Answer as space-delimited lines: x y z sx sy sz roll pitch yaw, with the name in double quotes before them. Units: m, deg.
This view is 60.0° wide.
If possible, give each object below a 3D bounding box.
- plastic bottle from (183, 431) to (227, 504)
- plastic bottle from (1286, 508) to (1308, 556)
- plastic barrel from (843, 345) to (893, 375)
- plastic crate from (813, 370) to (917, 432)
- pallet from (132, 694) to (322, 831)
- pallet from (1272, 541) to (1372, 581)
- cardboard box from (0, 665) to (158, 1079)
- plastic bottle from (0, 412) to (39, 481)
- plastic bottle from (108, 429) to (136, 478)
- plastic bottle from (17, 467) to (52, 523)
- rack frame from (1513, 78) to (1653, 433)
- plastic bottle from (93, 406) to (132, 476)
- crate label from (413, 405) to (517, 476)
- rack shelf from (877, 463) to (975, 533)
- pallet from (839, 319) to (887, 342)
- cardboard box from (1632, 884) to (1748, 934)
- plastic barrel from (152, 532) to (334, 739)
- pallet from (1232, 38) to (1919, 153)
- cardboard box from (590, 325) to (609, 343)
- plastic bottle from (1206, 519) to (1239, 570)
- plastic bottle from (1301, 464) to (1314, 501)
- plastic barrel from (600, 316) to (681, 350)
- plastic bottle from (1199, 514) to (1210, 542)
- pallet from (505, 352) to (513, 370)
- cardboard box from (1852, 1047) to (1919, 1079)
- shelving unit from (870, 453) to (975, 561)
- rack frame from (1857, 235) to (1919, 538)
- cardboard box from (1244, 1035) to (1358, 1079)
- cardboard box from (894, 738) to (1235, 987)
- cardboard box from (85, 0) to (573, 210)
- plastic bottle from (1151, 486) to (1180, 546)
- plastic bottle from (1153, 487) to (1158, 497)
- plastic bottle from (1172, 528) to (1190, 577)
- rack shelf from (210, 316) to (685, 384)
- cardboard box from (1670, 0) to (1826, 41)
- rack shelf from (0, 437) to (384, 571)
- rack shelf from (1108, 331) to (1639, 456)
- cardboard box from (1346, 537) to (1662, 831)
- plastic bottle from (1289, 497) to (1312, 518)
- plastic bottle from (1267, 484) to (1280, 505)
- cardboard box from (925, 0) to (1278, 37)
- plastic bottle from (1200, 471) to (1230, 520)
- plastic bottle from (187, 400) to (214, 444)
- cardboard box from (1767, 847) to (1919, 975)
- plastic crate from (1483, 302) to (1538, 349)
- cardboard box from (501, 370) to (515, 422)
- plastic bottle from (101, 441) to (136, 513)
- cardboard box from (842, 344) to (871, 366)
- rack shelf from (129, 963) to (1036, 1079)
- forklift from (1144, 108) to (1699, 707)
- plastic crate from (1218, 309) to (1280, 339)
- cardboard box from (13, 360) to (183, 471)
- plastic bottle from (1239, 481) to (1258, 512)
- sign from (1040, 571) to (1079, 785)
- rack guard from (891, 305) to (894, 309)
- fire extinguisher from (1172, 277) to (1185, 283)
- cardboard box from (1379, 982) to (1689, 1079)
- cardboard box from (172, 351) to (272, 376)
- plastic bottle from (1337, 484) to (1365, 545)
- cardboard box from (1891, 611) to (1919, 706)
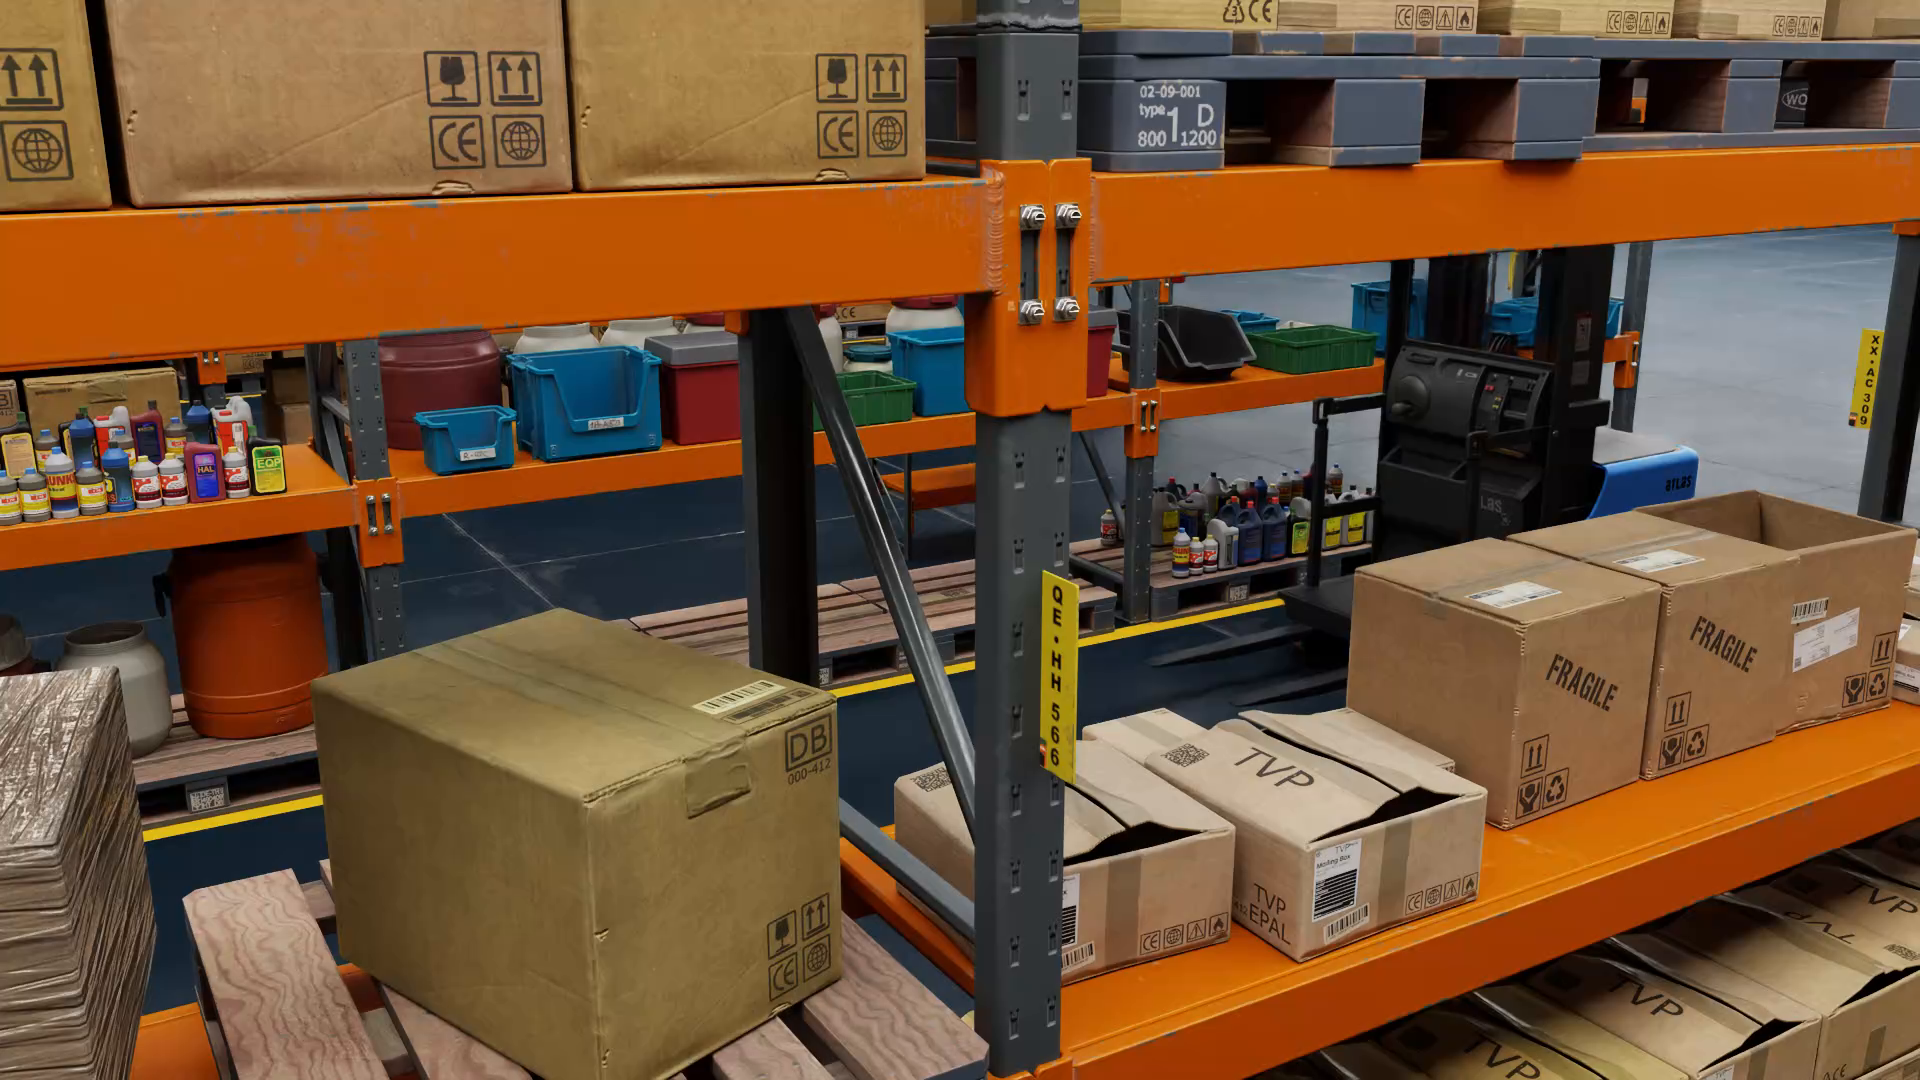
"plastic bottle" -3.008 -0.294 6.617 0.133 0.283 0.061 -9 18 -30
"plastic bottle" 1.976 -0.053 9.758 0.133 0.283 0.061 -8 18 -27
"plastic barrel" -0.468 -0.878 8.741 0.301 0.262 0.301 0 16 0
"plastic crate" -0.602 -0.684 8.184 0.662 0.188 0.450 -9 18 -30
"pallet" -3.338 0.925 7.219 1.213 0.211 1.003 -9 18 -30
"pallet" 2.389 -0.005 10.536 1.213 0.211 1.003 -9 18 -30
"cardboard box" -1.500 0.556 2.407 0.500 0.500 0.700 -6 17 -19
"plastic bottle" -3.954 -0.391 6.964 0.133 0.283 0.061 -9 18 -30
"plastic bottle" -3.537 -0.365 7.024 0.097 0.201 0.097 0 16 0
"plastic bottle" -3.534 -0.175 6.345 0.097 0.201 0.097 0 16 0
"rack frame" 4.174 -1.649 11.236 0.127 3.000 1.000 -9 18 -30
"plastic bottle" -3.617 -0.428 7.108 0.135 0.276 0.152 -9 18 -30
"crate label" -2.129 -0.428 7.191 0.416 0.233 0.303 -9 18 -30
"rack shelf" -0.006 -0.305 10.821 1.000 0.278 0.538 -9 18 -30
"pallet" -1.490 -2.485 19.383 1.213 0.211 1.003 -9 18 -30
"cardboard box" 1.936 1.046 4.900 0.500 0.311 0.500 -10 18 -32
"plastic barrel" -3.094 0.378 7.248 0.708 0.830 0.600 -9 18 -30
"pallet" 1.357 -1.015 3.766 1.213 0.211 1.003 -8 18 -27
"cardboard box" -3.698 -2.651 17.968 0.875 0.875 0.875 -9 18 -29
"plastic bottle" 1.507 0.012 9.539 0.135 0.276 0.152 -8 18 -28
"plastic bottle" 2.256 -0.346 10.804 0.133 0.283 0.061 -9 18 -29
"plastic barrel" -1.551 -0.842 8.149 0.421 0.512 0.421 0 16 0
"plastic bottle" 1.452 -0.016 9.626 0.133 0.283 0.061 -9 18 -30
"pallet" -4.896 -1.933 17.415 1.213 0.211 1.003 -9 18 -30
"cardboard box" 2.214 1.441 4.528 0.500 0.250 0.500 -9 18 -28
"shelving unit" -0.006 -0.541 10.755 1.048 1.125 0.538 -9 18 -30
"rack frame" 3.293 0.053 5.162 0.127 3.000 1.000 -9 18 -30
"cardboard box" 0.629 1.258 4.143 0.500 0.311 0.500 -10 18 -31
"cardboard box" 0.199 0.612 3.335 0.500 0.311 0.500 -8 18 -26
"cardboard box" -0.929 -0.744 2.263 0.500 0.500 0.910 -9 18 -30
"plastic bottle" 1.223 -0.152 9.988 0.185 0.351 0.144 -9 18 -30
"plastic bottle" 1.149 -0.186 10.107 0.185 0.351 0.144 -10 18 -31
"plastic bottle" 1.244 0.066 9.357 0.097 0.271 0.097 0 16 0
"rack shelf" -3.520 -1.615 12.445 4.000 0.370 1.077 -9 18 -30
"cardboard box" 1.623 -1.269 3.823 0.500 0.250 0.500 -11 19 -34
"rack shelf" -4.398 0.087 6.374 4.000 0.370 1.077 -9 18 -30
"rack shelf" 2.460 -1.025 10.341 4.000 0.370 1.077 -9 18 -30
"cardboard box" 1.294 0.324 4.010 0.500 0.500 0.500 -10 19 -33
"plastic bottle" 2.079 -0.126 10.032 0.135 0.276 0.152 -9 18 -30
"plastic bottle" 1.995 -0.258 10.643 0.097 0.201 0.097 0 16 0
"cardboard box" 0.224 -1.041 3.008 0.500 0.250 0.500 -11 19 -34
"plastic bottle" 1.590 -0.257 10.363 0.185 0.351 0.144 -9 18 -30
"plastic bottle" -3.334 -0.480 7.303 0.097 0.271 0.097 0 16 0
"cardboard box" 2.651 1.102 4.700 0.500 0.311 0.500 -9 18 -28
"plastic crate" 3.340 -1.350 10.443 0.408 0.251 0.499 -9 18 -30
"cardboard box" -3.241 -1.027 12.833 0.500 0.500 0.700 -11 19 -34
"plastic bottle" -3.283 -0.249 6.480 0.097 0.271 0.097 0 16 0
"cardboard box" -0.955 -1.365 14.076 0.500 0.500 0.500 -3 16 -12
"rack shelf" -1.850 1.234 2.283 4.000 0.370 1.077 -9 18 -30
"forklift" 2.337 -0.750 8.155 3.031 2.935 1.130 -10 18 -31
"plastic crate" 1.554 -1.238 10.045 0.616 0.251 0.499 -9 18 -30
"cardboard box" -5.836 -0.771 11.262 0.875 0.875 1.225 -10 19 -32
"plastic bottle" 1.787 -0.222 10.362 0.133 0.283 0.061 -9 18 -30
"sign" 0.152 0.214 2.589 0.005 0.325 0.100 -9 18 -30
"rack guard" -0.824 -2.756 19.817 0.348 0.500 1.175 -9 18 -30
"fire extinguisher" 1.959 -2.667 15.010 0.183 0.674 0.296 -9 18 -30
"cardboard box" 1.349 1.311 3.953 0.500 0.311 0.500 -10 18 -31
"cardboard box" -7.134 -2.027 15.975 0.750 0.750 1.050 -9 18 -30
"plastic bottle" 2.337 -0.157 10.005 0.185 0.351 0.144 -8 18 -27
"cardboard box" 2.634 0.283 4.592 0.258 0.266 0.396 -10 18 -31
